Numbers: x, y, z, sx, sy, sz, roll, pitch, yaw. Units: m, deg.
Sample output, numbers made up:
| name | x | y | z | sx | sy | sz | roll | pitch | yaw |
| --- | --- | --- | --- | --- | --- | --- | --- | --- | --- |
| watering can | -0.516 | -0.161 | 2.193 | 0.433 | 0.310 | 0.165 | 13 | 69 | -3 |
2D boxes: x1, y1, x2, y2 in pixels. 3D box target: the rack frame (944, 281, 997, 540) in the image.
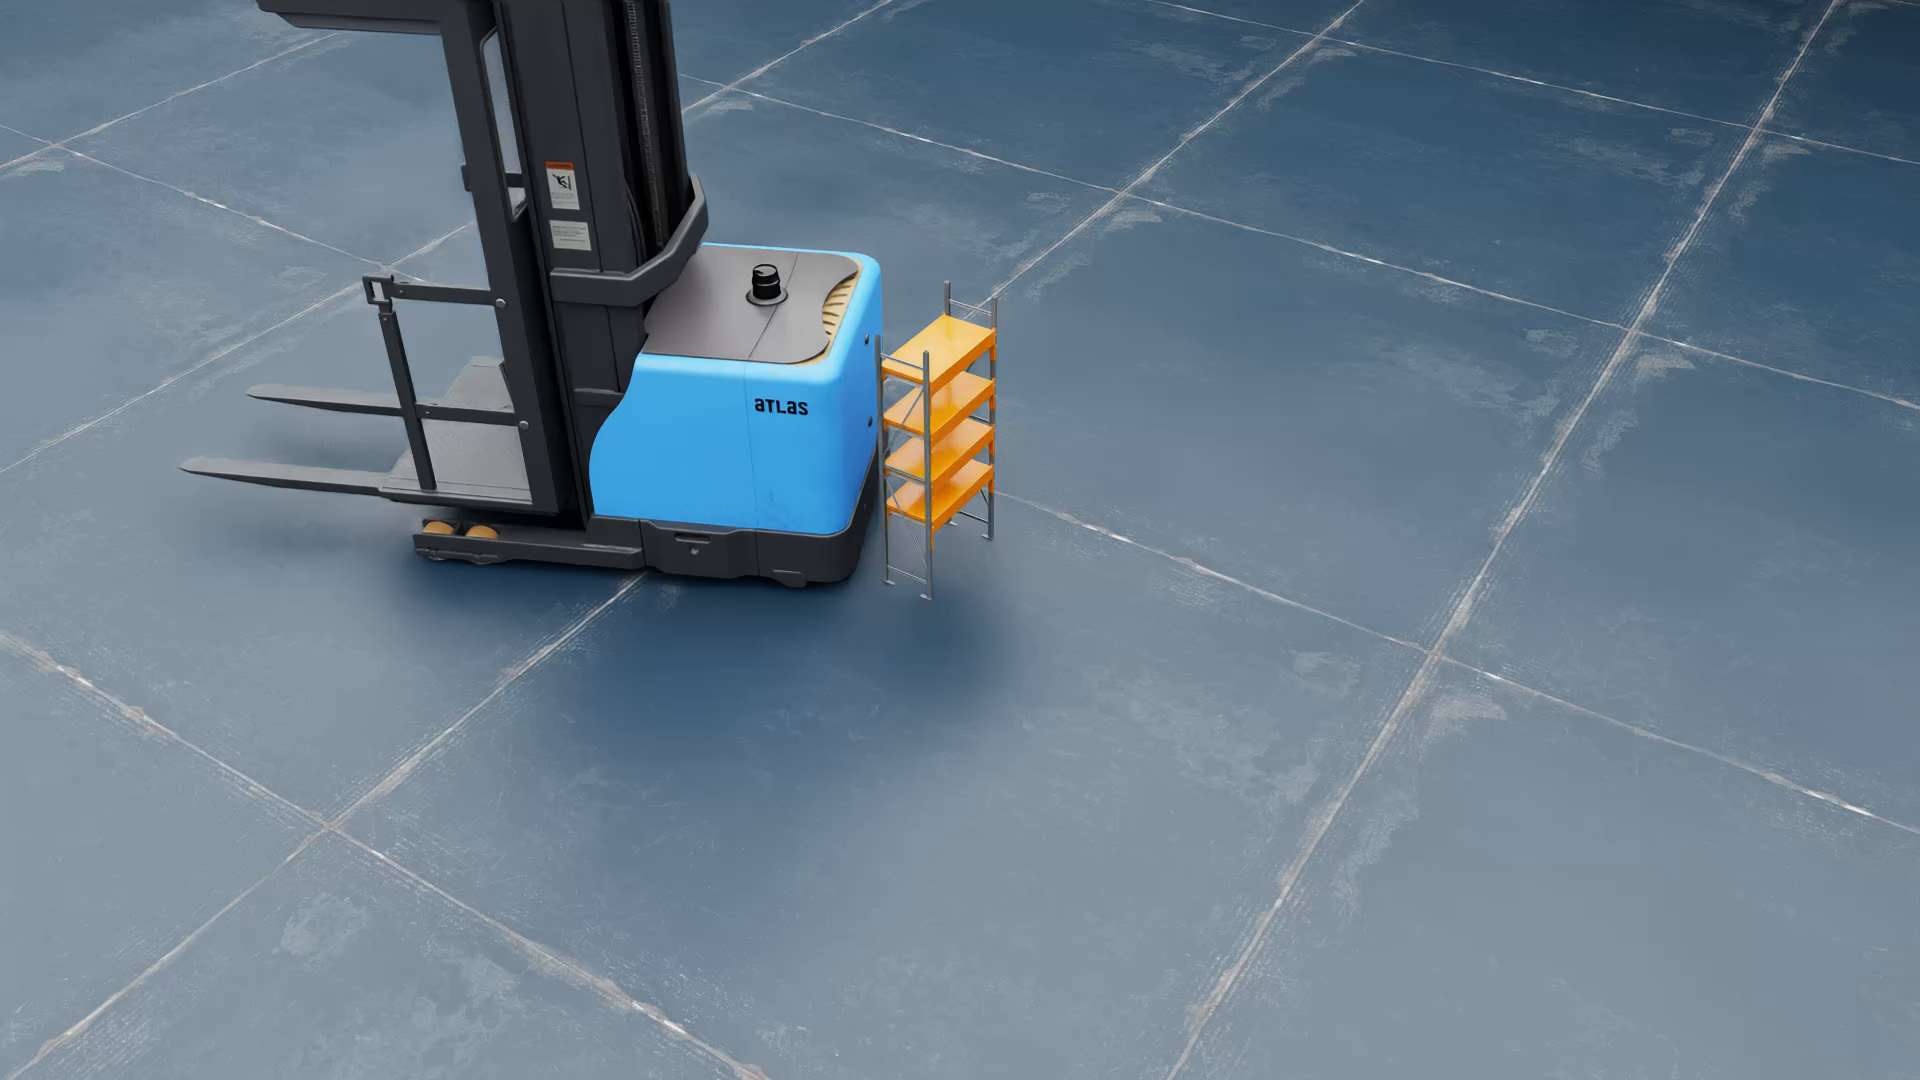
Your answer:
| name | x | y | z | sx | sy | sz | roll | pitch | yaw |
| --- | --- | --- | --- | --- | --- | --- | --- | --- | --- |
| rack frame | 0.042 | -0.516 | 6.936 | 0.240 | 1.200 | 0.015 | 21 | 42 | 25 |

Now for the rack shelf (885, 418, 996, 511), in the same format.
| name | x | y | z | sx | sy | sz | roll | pitch | yaw |
| --- | --- | --- | --- | --- | --- | --- | --- | --- | --- |
| rack shelf | -0.089 | -0.337 | 6.814 | 0.258 | 0.148 | 0.480 | 21 | 42 | 25 |

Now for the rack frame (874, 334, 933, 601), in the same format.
| name | x | y | z | sx | sy | sz | roll | pitch | yaw |
| --- | --- | --- | --- | --- | --- | --- | --- | --- | --- |
| rack frame | -0.219 | -0.264 | 6.610 | 0.240 | 1.200 | 0.015 | 21 | 42 | 25 |

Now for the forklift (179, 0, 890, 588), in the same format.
| name | x | y | z | sx | sy | sz | roll | pitch | yaw |
| --- | --- | --- | --- | --- | --- | --- | --- | --- | --- |
| forklift | -1.884 | -1.369 | 6.625 | 3.031 | 2.935 | 1.130 | 5 | 38 | 7 |

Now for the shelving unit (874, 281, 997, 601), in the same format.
| name | x | y | z | sx | sy | sz | roll | pitch | yaw |
| --- | --- | --- | --- | --- | --- | --- | --- | --- | --- |
| shelving unit | -0.089 | -0.390 | 6.773 | 0.258 | 1.200 | 0.503 | 21 | 42 | 25 |

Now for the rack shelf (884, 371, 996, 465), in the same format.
| name | x | y | z | sx | sy | sz | roll | pitch | yaw |
| --- | --- | --- | --- | --- | --- | --- | --- | --- | --- |
| rack shelf | -0.089 | -0.514 | 6.677 | 0.258 | 0.148 | 0.480 | 21 | 42 | 25 |

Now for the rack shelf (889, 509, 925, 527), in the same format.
| name | x | y | z | sx | sy | sz | roll | pitch | yaw |
| --- | --- | --- | --- | --- | --- | --- | --- | --- | --- |
| rack shelf | -0.089 | -0.202 | 6.918 | 0.199 | 0.029 | 0.442 | 21 | 42 | 25 |

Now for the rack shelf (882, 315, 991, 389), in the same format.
| name | x | y | z | sx | sy | sz | roll | pitch | yaw |
| --- | --- | --- | --- | --- | --- | --- | --- | --- | --- |
| rack shelf | -0.089 | -0.732 | 6.509 | 0.221 | 0.050 | 0.457 | 21 | 42 | 25 |
